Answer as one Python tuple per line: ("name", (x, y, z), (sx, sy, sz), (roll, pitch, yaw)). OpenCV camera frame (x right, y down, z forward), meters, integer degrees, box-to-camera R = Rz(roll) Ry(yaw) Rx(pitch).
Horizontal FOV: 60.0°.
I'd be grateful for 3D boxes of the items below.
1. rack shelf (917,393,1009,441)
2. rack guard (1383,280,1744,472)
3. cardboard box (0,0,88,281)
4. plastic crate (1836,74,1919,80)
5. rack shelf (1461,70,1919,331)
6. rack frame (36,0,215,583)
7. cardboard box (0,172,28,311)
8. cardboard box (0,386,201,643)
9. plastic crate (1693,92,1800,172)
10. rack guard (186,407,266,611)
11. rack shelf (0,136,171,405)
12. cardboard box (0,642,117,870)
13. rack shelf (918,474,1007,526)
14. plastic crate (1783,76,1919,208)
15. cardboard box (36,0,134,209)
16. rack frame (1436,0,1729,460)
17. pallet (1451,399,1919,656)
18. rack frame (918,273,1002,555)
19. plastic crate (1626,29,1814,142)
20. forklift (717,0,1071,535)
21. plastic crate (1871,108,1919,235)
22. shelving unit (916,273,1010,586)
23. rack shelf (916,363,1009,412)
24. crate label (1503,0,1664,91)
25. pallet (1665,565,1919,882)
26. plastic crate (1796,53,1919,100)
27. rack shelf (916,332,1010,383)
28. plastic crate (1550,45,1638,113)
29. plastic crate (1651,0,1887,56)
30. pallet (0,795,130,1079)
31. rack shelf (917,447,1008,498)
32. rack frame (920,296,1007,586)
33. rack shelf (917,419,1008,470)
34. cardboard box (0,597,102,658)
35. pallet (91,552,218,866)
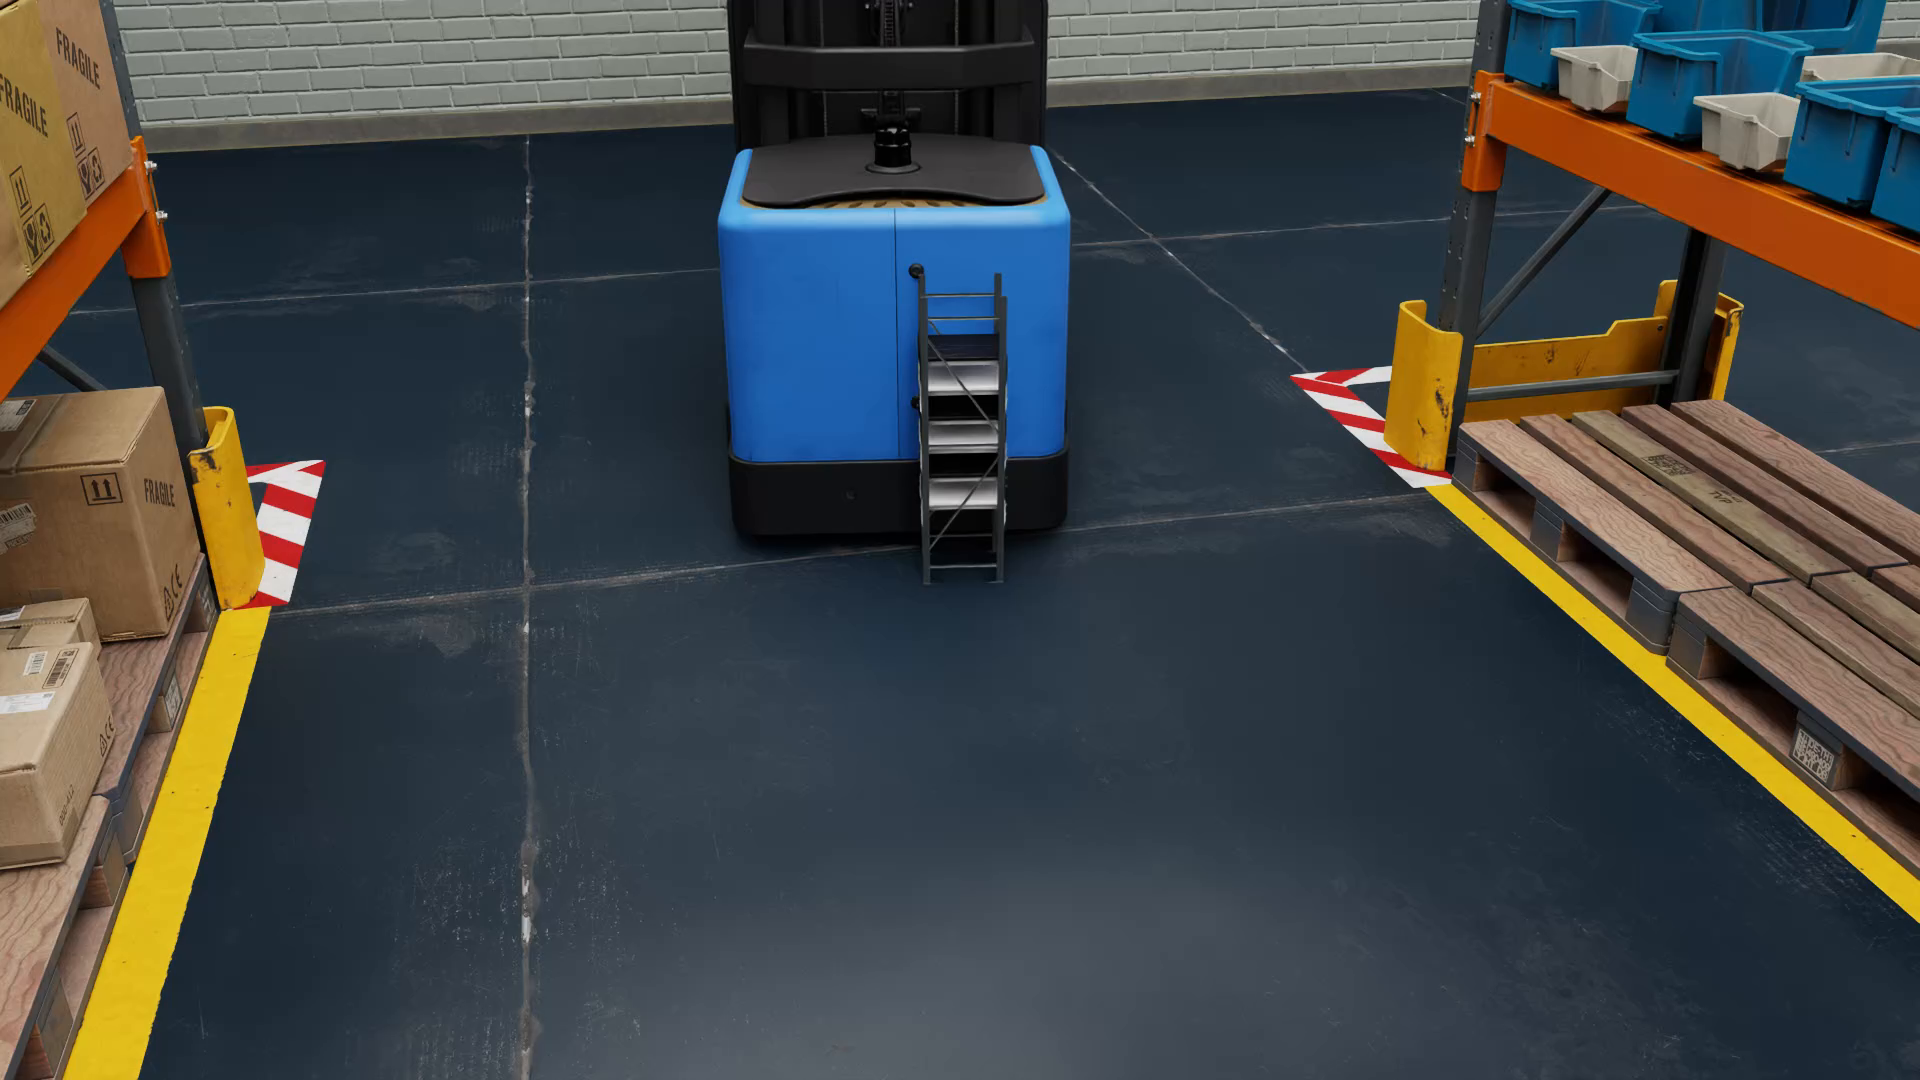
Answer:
("rack shelf", (0.005, -0.365, 4.849), (0.258, 0.077, 0.200), (-1, 27, -3))
("rack guard", (2.113, -0.587, 5.858), (1.175, 0.500, 0.348), (-6, 27, -12))
("cardboard box", (-2.209, -0.841, 3.476), (0.500, 0.500, 0.500), (-6, 27, -11))
("plastic crate", (2.543, -1.134, 4.395), (0.396, 0.136, 0.243), (-6, 27, -12))
("rack shelf", (2.582, -0.495, 3.699), (1.077, 0.370, 4.000), (-6, 27, -12))
("rack frame", (-2.695, -1.192, 4.283), (1.000, 3.000, 0.127), (-6, 27, -12))
("cardboard box", (-2.102, -0.621, 3.041), (0.500, 0.500, 0.500), (-6, 27, -11))
("cardboard box", (-2.333, -0.059, 4.324), (0.500, 0.500, 0.500), (-6, 27, -12))
("plastic crate", (2.011, -1.014, 4.156), (0.250, 0.136, 0.298), (-6, 27, -12))
("rack guard", (-2.678, -0.043, 4.781), (1.175, 0.500, 0.348), (-6, 27, -12))
("rack shelf", (-2.245, 0.007, 2.706), (1.077, 0.370, 4.000), (-6, 27, -12))
("cardboard box", (-2.148, 0.472, 3.548), (0.500, 0.250, 0.500), (-6, 27, -12))
("rack shelf", (0.005, -0.124, 4.970), (0.258, 0.077, 0.200), (-1, 27, -3))
("plastic crate", (2.163, -0.926, 3.875), (0.416, 0.233, 0.300), (-6, 27, -12))
("cardboard box", (-2.329, -1.068, 3.926), (0.500, 0.500, 0.500), (-5, 27, -10))
("rack frame", (2.132, -1.694, 5.277), (1.000, 3.000, 0.127), (-6, 27, -12))
("pallet", (2.280, -0.083, 5.180), (1.003, 0.211, 1.213), (-6, 27, -12))
("rack frame", (0.000, -0.360, 4.965), (0.240, 0.900, 0.006), (-1, 27, -3))
("plastic crate", (2.015, -1.215, 4.447), (0.416, 0.233, 0.300), (-6, 27, -12))
("forklift", (-0.257, -1.949, 5.858), (1.130, 2.935, 3.031), (-1, 27, -3))
("plastic crate", (2.231, -0.794, 3.614), (0.416, 0.233, 0.300), (-6, 27, -12))
("shelving unit", (0.005, -0.314, 4.874), (0.258, 0.900, 0.210), (-1, 27, -3))
("rack shelf", (0.005, -0.445, 4.808), (0.258, 0.077, 0.200), (-1, 27, -3))
("crate label", (1.866, -1.504, 5.020), (0.416, 0.233, 0.303), (-6, 27, -12))
("pallet", (2.551, 0.452, 4.121), (1.003, 0.211, 1.213), (-6, 27, -12))
("plastic crate", (2.492, -1.263, 4.650), (0.396, 0.136, 0.243), (-6, 27, -12))
("rack shelf", (0.005, -0.526, 4.768), (0.258, 0.077, 0.200), (-1, 27, -3))
("plastic crate", (1.858, -1.312, 4.746), (0.250, 0.136, 0.298), (-6, 27, -12))
("plastic crate", (2.389, -1.608, 5.002), (0.616, 0.435, 0.499), (-6, 27, -12))
("pallet", (-2.226, 0.970, 3.094), (1.003, 0.211, 1.213), (-6, 27, -12))
("rack shelf", (0.005, -0.204, 4.930), (0.258, 0.077, 0.200), (-1, 27, -3))
("rack frame", (0.010, -0.269, 4.784), (0.240, 0.900, 0.006), (-1, 27, -3))
("rack shelf", (0.005, -0.285, 4.889), (0.258, 0.077, 0.200), (-1, 27, -3))
("cardboard box", (-2.329, 0.277, 4.029), (0.380, 0.166, 0.250), (-6, 27, -12))
("pallet", (-2.498, 0.436, 4.153), (1.003, 0.211, 1.213), (-6, 27, -12))
